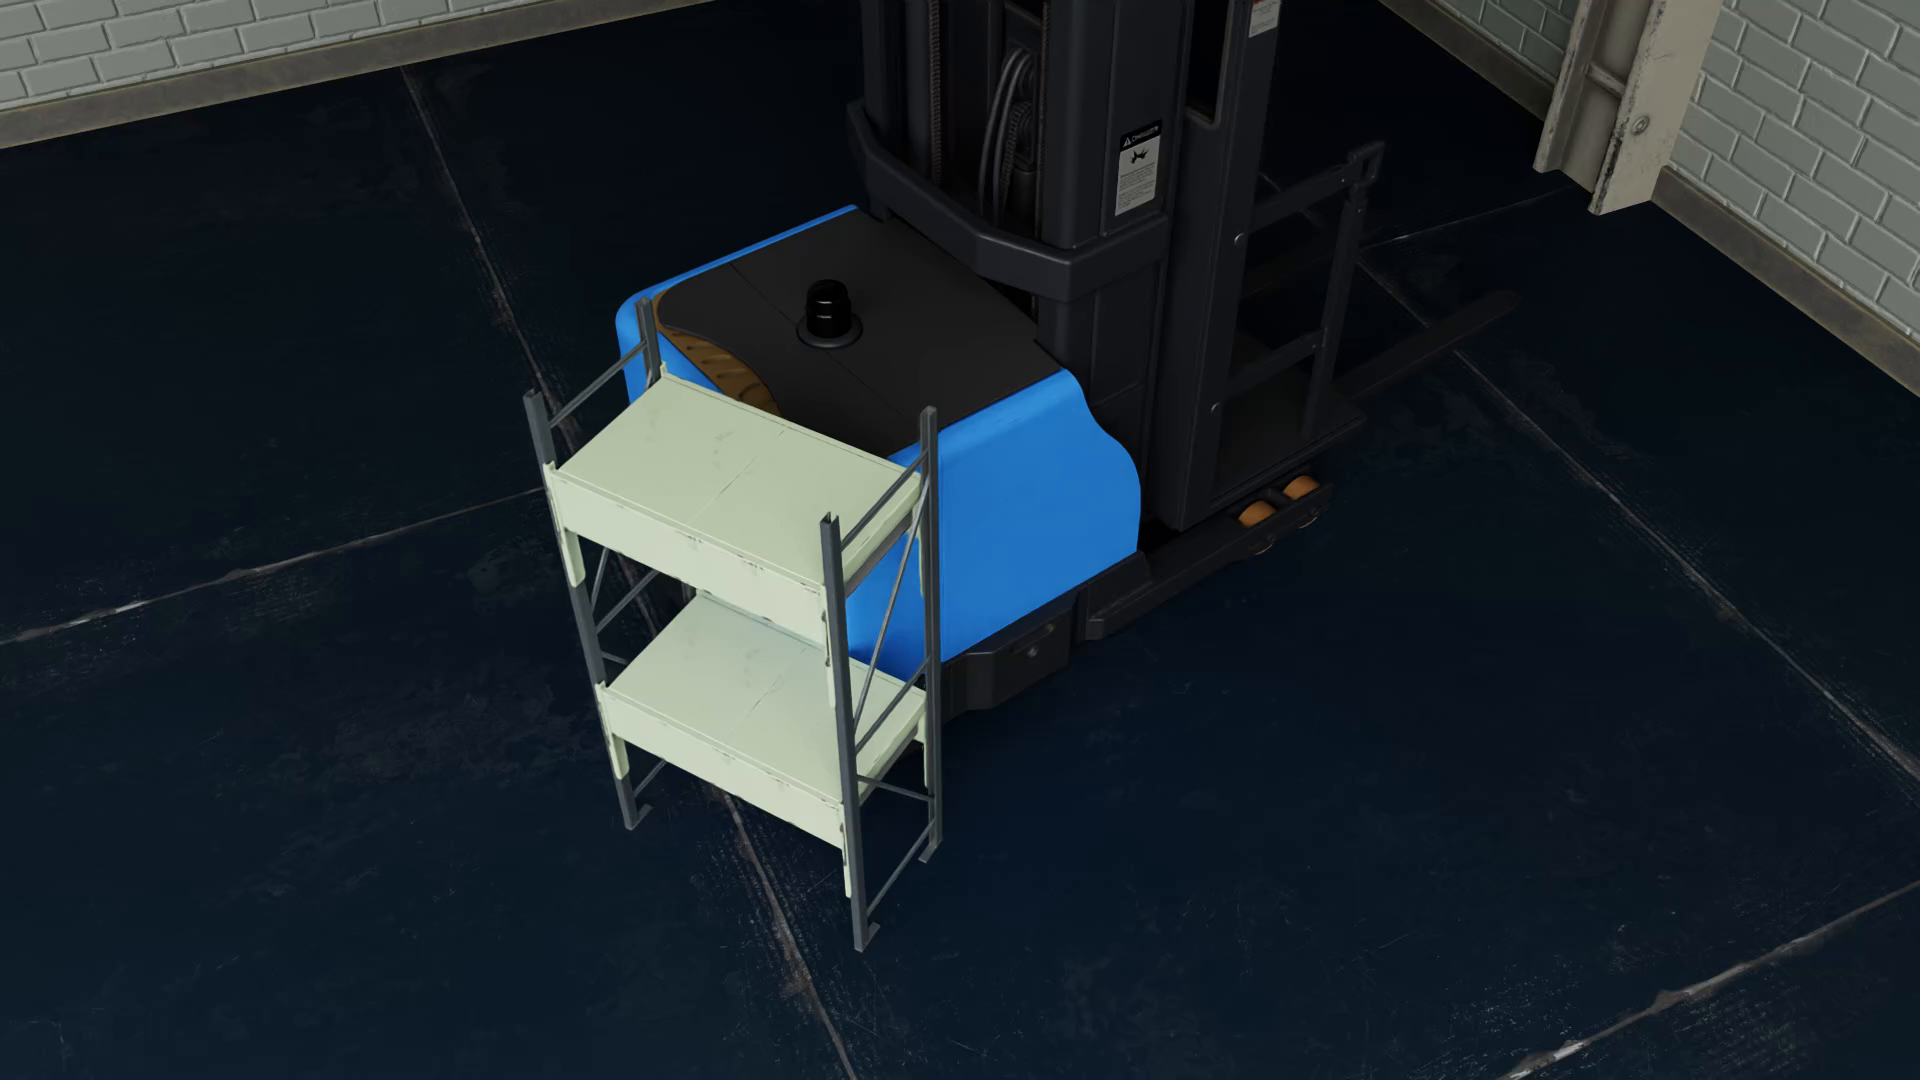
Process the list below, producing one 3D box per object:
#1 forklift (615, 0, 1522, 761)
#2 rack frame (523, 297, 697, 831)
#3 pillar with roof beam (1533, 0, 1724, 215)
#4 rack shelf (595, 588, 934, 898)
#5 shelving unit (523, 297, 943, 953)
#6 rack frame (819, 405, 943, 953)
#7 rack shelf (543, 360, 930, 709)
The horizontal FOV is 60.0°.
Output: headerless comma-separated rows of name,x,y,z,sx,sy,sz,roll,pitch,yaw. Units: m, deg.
forklift,0.556,-1.267,4.448,3.031,2.935,1.130,-28,51,-26
rack frame,-0.788,0.123,4.058,0.023,1.500,0.400,22,49,21
pillar with roof beam,-1.347,-3.379,2.267,9.100,9.000,0.400,-18,47,-17
rack shelf,-0.472,0.485,4.155,0.720,0.370,0.431,22,49,21
shelving unit,-0.472,0.253,3.926,0.755,1.500,0.431,22,49,21
rack frame,-0.156,0.383,3.794,0.023,1.500,0.400,22,49,21
rack shelf,-0.472,-0.025,3.652,0.720,0.370,0.431,22,49,21
